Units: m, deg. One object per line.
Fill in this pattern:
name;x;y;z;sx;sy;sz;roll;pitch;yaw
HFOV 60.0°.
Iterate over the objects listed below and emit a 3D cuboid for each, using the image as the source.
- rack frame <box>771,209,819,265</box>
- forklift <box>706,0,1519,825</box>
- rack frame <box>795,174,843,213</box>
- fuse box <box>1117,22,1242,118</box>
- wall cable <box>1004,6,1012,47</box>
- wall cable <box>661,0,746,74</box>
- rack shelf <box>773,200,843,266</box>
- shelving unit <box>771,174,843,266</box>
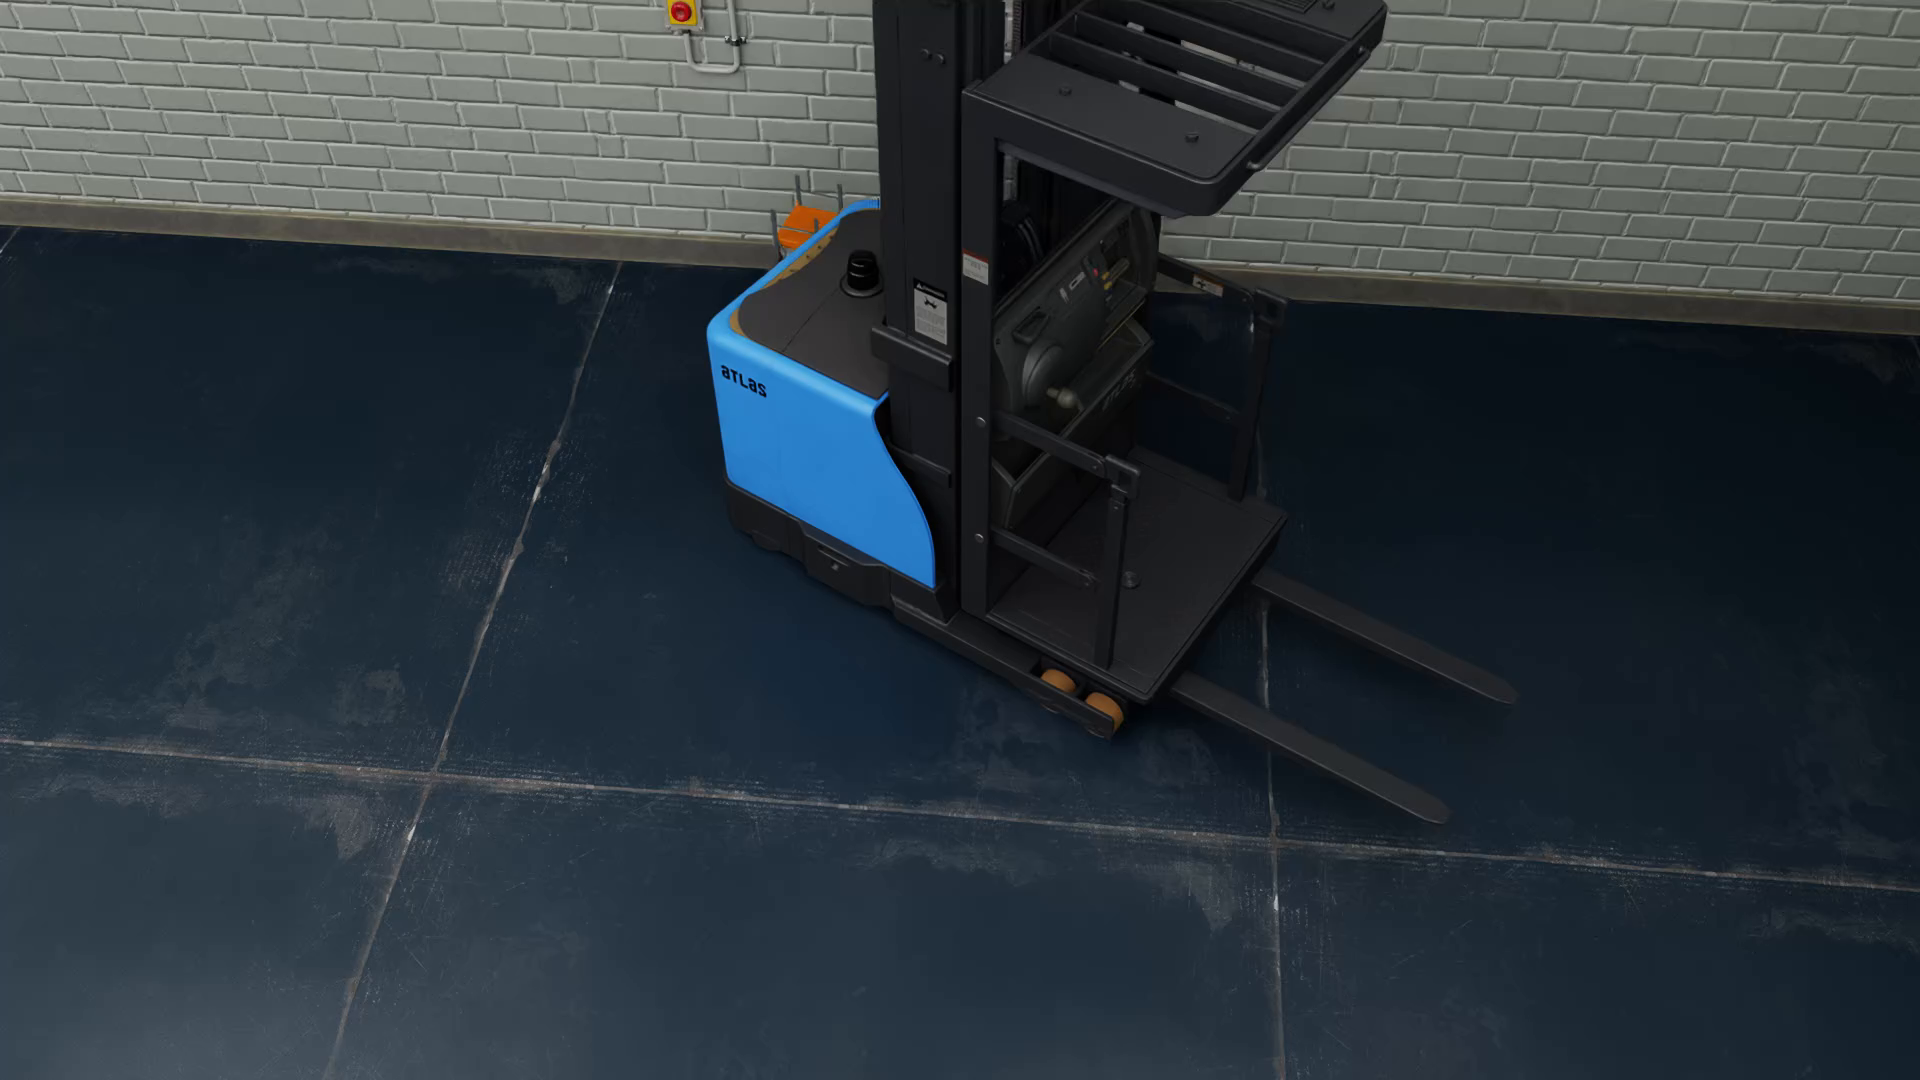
rack frame;-0.645;-0.915;6.875;0.200;1.050;0.008;14;49;13
forklift;0.564;-0.719;5.421;3.031;2.935;1.130;27;53;22
rack frame;-0.566;-1.086;7.031;0.200;1.050;0.008;14;49;13
fuse box;0.876;-1.617;7.069;0.539;1.711;0.414;4;48;4
wall cable;0.211;-2.556;6.366;0.588;1.984;0.122;4;48;4
wall cable;-1.203;-2.653;6.434;0.585;1.953;0.123;4;48;4
rack shelf;-0.606;-1.185;6.752;0.215;0.259;0.240;14;49;13
shelving unit;-0.606;-1.000;6.953;0.215;1.050;0.252;14;49;13
